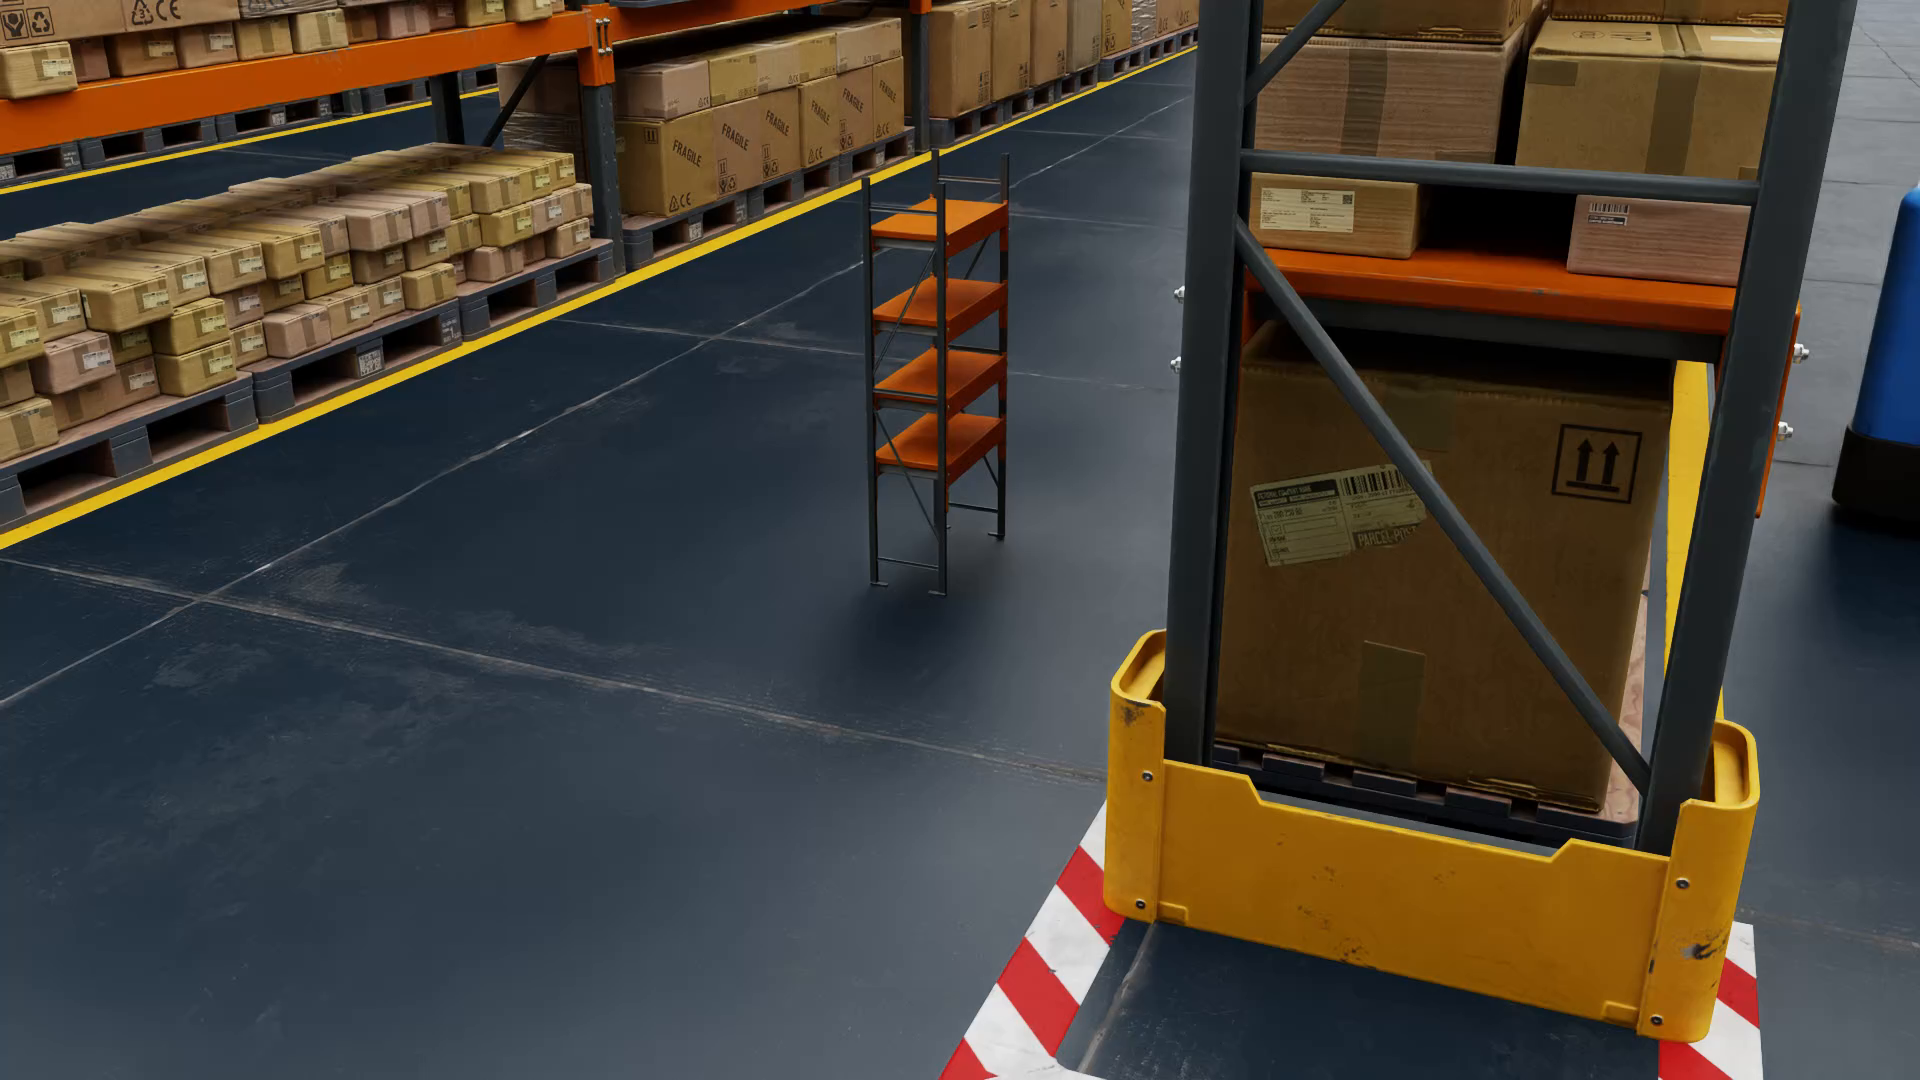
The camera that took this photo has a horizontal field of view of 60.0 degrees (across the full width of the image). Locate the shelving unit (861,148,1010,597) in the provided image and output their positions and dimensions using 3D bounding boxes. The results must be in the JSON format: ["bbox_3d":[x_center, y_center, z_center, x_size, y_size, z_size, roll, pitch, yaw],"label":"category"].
[{"bbox_3d":[-0.061,-0.494,4.877,0.258,1.200,0.503,9,24,20],"label":"shelving unit"}]

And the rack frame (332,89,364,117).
[{"bbox_3d":[-5.336,-4.890,13.065,1.000,3.000,0.127,9,24,20],"label":"rack frame"}]

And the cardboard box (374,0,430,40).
[{"bbox_3d":[-2.418,-2.149,6.830,0.380,0.149,0.250,8,24,18],"label":"cardboard box"}]

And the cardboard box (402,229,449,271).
[{"bbox_3d":[-2.443,-1.277,7.182,0.380,0.149,0.250,9,24,21],"label":"cardboard box"}]

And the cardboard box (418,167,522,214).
[{"bbox_3d":[-2.223,-1.587,7.540,0.380,0.149,0.250,9,24,20],"label":"cardboard box"}]

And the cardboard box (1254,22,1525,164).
[{"bbox_3d":[0.827,-0.888,3.292,0.500,0.250,0.500,8,24,19],"label":"cardboard box"}]

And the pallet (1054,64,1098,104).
[{"bbox_3d":[0.566,-4.075,14.732,1.003,0.211,1.213,9,24,20],"label":"pallet"}]

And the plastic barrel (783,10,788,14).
[{"bbox_3d":[-1.726,-5.608,18.127,0.421,0.421,0.512,-12,25,-26],"label":"plastic barrel"}]

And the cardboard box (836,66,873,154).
[{"bbox_3d":[-0.901,-2.800,10.759,0.500,0.500,0.500,10,25,22],"label":"cardboard box"}]

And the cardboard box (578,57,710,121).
[{"bbox_3d":[-1.669,-2.399,8.827,0.500,0.250,0.500,8,24,18],"label":"cardboard box"}]

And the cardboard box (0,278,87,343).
[{"bbox_3d":[-3.174,-0.762,5.565,0.380,0.149,0.250,9,24,21],"label":"cardboard box"}]

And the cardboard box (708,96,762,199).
[{"bbox_3d":[-1.473,-2.242,9.425,0.500,0.500,0.500,10,25,22],"label":"cardboard box"}]

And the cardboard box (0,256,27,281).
[{"bbox_3d":[-3.588,-0.926,5.956,0.380,0.149,0.250,8,24,19],"label":"cardboard box"}]

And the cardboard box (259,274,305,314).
[{"bbox_3d":[-2.810,-0.999,6.518,0.380,0.149,0.250,10,25,23],"label":"cardboard box"}]

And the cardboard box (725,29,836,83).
[{"bbox_3d":[-1.094,-2.960,10.169,0.500,0.250,0.500,9,24,21],"label":"cardboard box"}]

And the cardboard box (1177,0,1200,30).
[{"bbox_3d":[2.078,-6.041,18.034,0.875,0.875,0.875,9,24,20],"label":"cardboard box"}]

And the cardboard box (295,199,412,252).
[{"bbox_3d":[-2.495,-1.297,6.845,0.380,0.149,0.250,8,24,18],"label":"cardboard box"}]

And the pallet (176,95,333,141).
[{"bbox_3d":[-5.699,-3.332,12.953,1.003,0.211,1.213,9,24,20],"label":"pallet"}]

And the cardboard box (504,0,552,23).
[{"bbox_3d":[-2.072,-2.427,7.493,0.380,0.149,0.250,8,24,19],"label":"cardboard box"}]

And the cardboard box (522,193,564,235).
[{"bbox_3d":[-2.100,-1.545,7.824,0.380,0.149,0.250,8,24,18],"label":"cardboard box"}]

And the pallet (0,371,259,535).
[{"bbox_3d":[-3.312,-0.381,5.888,1.003,0.211,1.213,9,24,20],"label":"pallet"}]

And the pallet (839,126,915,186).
[{"bbox_3d":[-0.995,-2.651,11.323,1.003,0.211,1.213,9,24,20],"label":"pallet"}]

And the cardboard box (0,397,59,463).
[{"bbox_3d":[-3.183,-0.375,5.409,0.380,0.149,0.250,9,24,21],"label":"cardboard box"}]

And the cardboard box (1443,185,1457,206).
[{"bbox_3d":[0.909,-0.850,3.720,0.380,0.149,0.250,9,24,20],"label":"cardboard box"}]

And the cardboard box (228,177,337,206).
[{"bbox_3d":[-2.961,-1.482,7.287,0.380,0.149,0.250,9,24,21],"label":"cardboard box"}]

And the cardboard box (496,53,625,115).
[{"bbox_3d":[-2.147,-2.475,9.009,0.500,0.250,0.500,8,24,19],"label":"cardboard box"}]

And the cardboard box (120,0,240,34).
[{"bbox_3d":[-2.882,-2.028,5.697,0.500,0.500,0.500,9,24,21],"label":"cardboard box"}]

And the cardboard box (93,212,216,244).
[{"bbox_3d":[-3.184,-1.192,6.594,0.380,0.149,0.250,8,24,18],"label":"cardboard box"}]

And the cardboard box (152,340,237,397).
[{"bbox_3d":[-2.879,-0.646,6.058,0.380,0.149,0.250,9,24,21],"label":"cardboard box"}]

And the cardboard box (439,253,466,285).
[{"bbox_3d":[-2.441,-1.214,7.417,0.380,0.149,0.250,8,24,19],"label":"cardboard box"}]

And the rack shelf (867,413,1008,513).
[{"bbox_3d":[-0.061,-0.249,4.979,0.258,0.148,0.480,9,24,20],"label":"rack shelf"}]

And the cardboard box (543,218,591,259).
[{"bbox_3d":[-2.018,-1.475,8.044,0.380,0.149,0.250,9,24,21],"label":"cardboard box"}]

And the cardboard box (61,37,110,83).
[{"bbox_3d":[-3.075,-1.606,5.528,0.380,0.149,0.250,10,25,23],"label":"cardboard box"}]

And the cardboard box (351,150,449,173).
[{"bbox_3d":[-2.666,-1.755,7.942,0.380,0.149,0.250,10,25,23],"label":"cardboard box"}]

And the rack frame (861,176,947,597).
[{"bbox_3d":[-0.152,-0.407,4.668,0.240,1.200,0.015,9,24,20],"label":"rack frame"}]

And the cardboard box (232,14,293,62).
[{"bbox_3d":[-2.718,-1.873,6.169,0.380,0.149,0.250,10,25,22],"label":"cardboard box"}]

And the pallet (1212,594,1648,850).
[{"bbox_3d":[1.117,0.381,4.064,1.003,0.211,1.213,9,24,20],"label":"pallet"}]

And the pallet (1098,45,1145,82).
[{"bbox_3d":[1.138,-4.623,16.044,1.003,0.211,1.213,9,24,20],"label":"pallet"}]

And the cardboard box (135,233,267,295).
[{"bbox_3d":[-2.834,-1.032,6.212,0.380,0.149,0.250,10,25,22],"label":"cardboard box"}]

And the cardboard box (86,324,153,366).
[{"bbox_3d":[-3.079,-0.711,5.829,0.380,0.149,0.250,9,24,21],"label":"cardboard box"}]

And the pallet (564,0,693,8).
[{"bbox_3d":[-1.770,-2.950,8.670,1.003,0.211,1.213,9,24,20],"label":"pallet"}]

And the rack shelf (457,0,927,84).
[{"bbox_3d":[-1.446,-3.170,9.880,1.077,0.370,4.000,9,24,20],"label":"rack shelf"}]

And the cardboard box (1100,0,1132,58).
[{"bbox_3d":[1.081,-5.077,15.725,0.875,0.875,0.875,9,24,21],"label":"cardboard box"}]

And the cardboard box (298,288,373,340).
[{"bbox_3d":[-2.621,-0.930,6.739,0.380,0.149,0.250,9,24,20],"label":"cardboard box"}]

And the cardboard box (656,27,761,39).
[{"bbox_3d":[-1.568,-3.035,10.349,0.500,0.250,0.500,9,24,20],"label":"cardboard box"}]

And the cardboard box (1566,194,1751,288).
[{"bbox_3d":[1.331,-0.572,3.054,0.380,0.149,0.250,9,24,21],"label":"cardboard box"}]

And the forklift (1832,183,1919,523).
[{"bbox_3d":[4.121,-1.740,5.613,1.130,2.935,3.031,17,28,34],"label":"forklift"}]

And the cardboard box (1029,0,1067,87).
[{"bbox_3d":[0.274,-4.225,13.847,1.050,0.750,0.750,9,24,20],"label":"cardboard box"}]

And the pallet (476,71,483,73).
[{"bbox_3d":[-4.138,-4.756,16.362,1.003,0.211,1.213,9,24,20],"label":"pallet"}]

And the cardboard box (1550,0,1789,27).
[{"bbox_3d":[1.508,-1.334,3.389,0.500,0.500,0.500,8,24,19],"label":"cardboard box"}]
